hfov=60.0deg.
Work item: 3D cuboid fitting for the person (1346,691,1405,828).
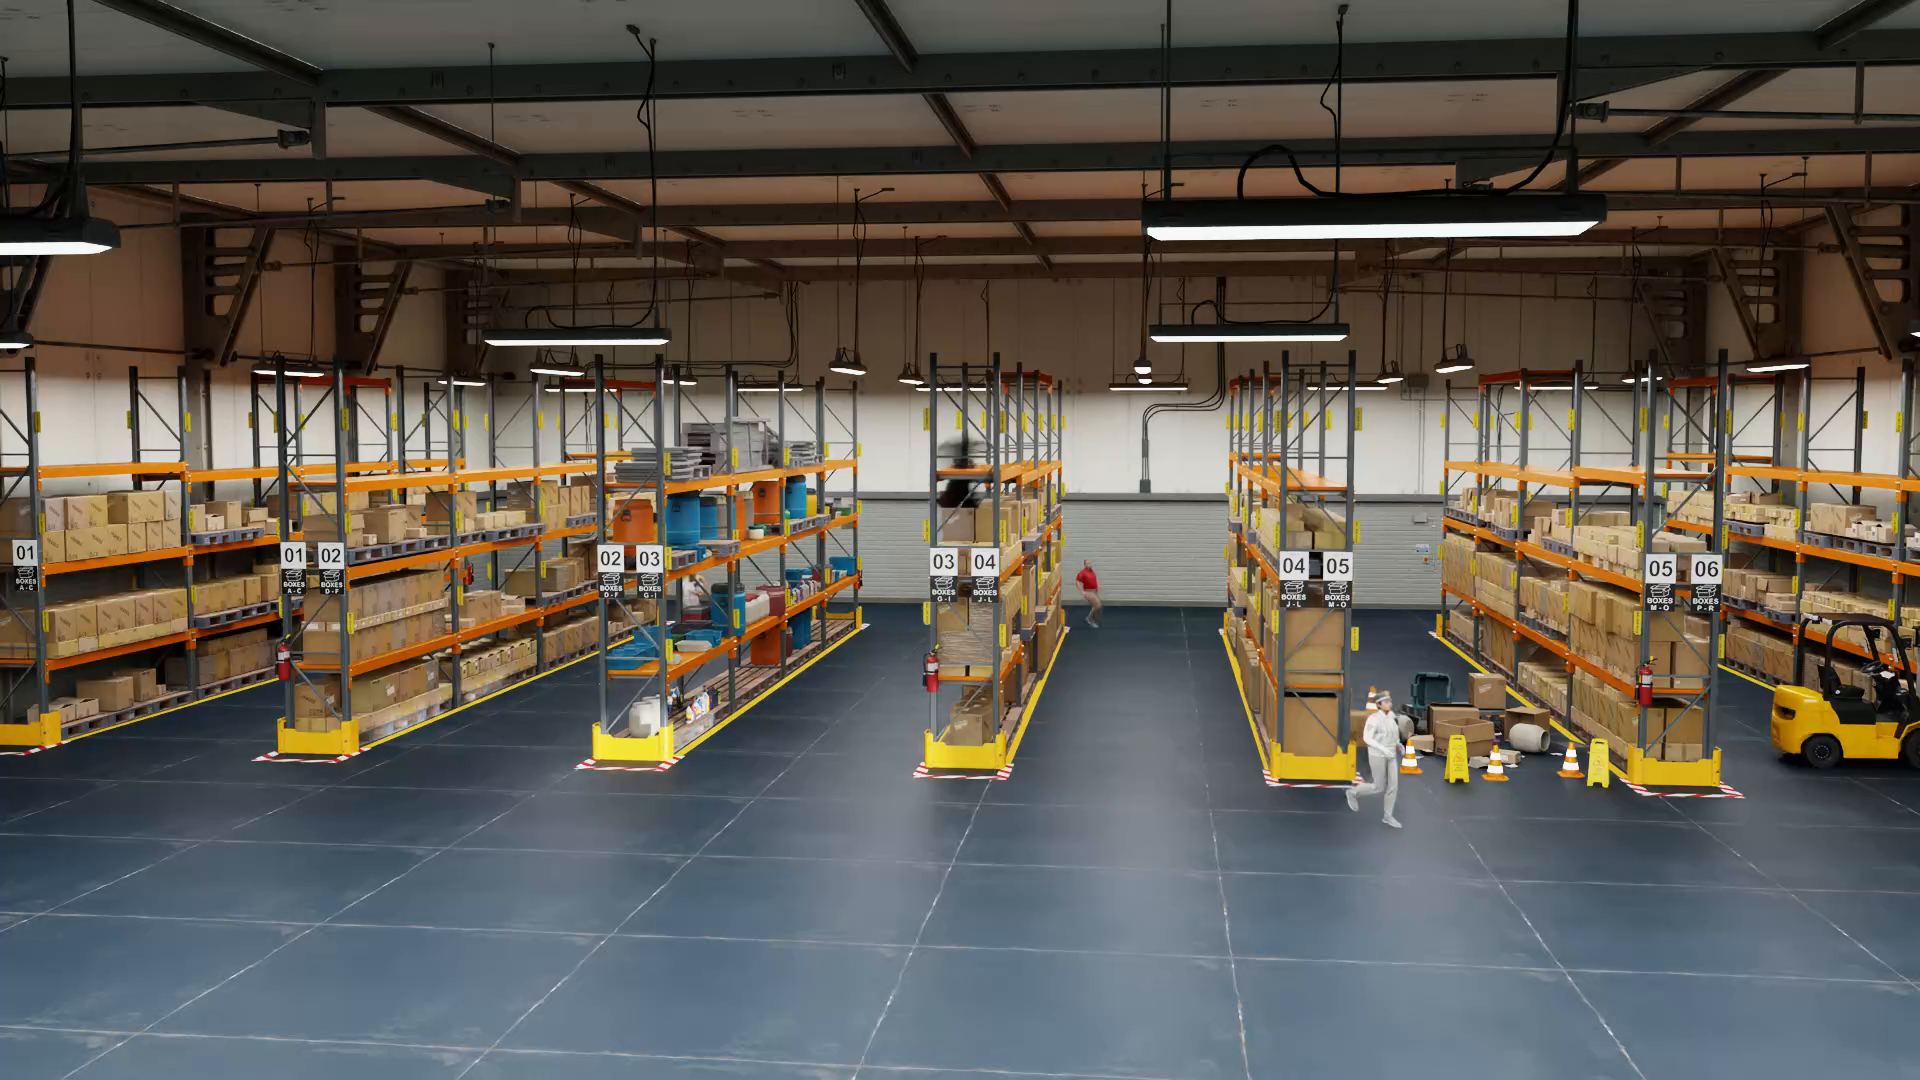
[{"bbox_3d":[5.253,2.707,20.824,0.624,1.694,0.769,-3,5,-36],"label":"person"}]

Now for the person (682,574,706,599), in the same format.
[{"bbox_3d":[-6.244,1.432,38.833,0.596,1.714,0.803,0,4,-1],"label":"person"}]

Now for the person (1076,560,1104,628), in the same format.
[{"bbox_3d":[3.216,1.318,40.472,0.578,1.688,0.715,3,5,35],"label":"person"}]

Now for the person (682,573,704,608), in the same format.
[{"bbox_3d":[-6.070,1.507,37.581,0.589,1.708,0.845,0,4,-6],"label":"person"}]
